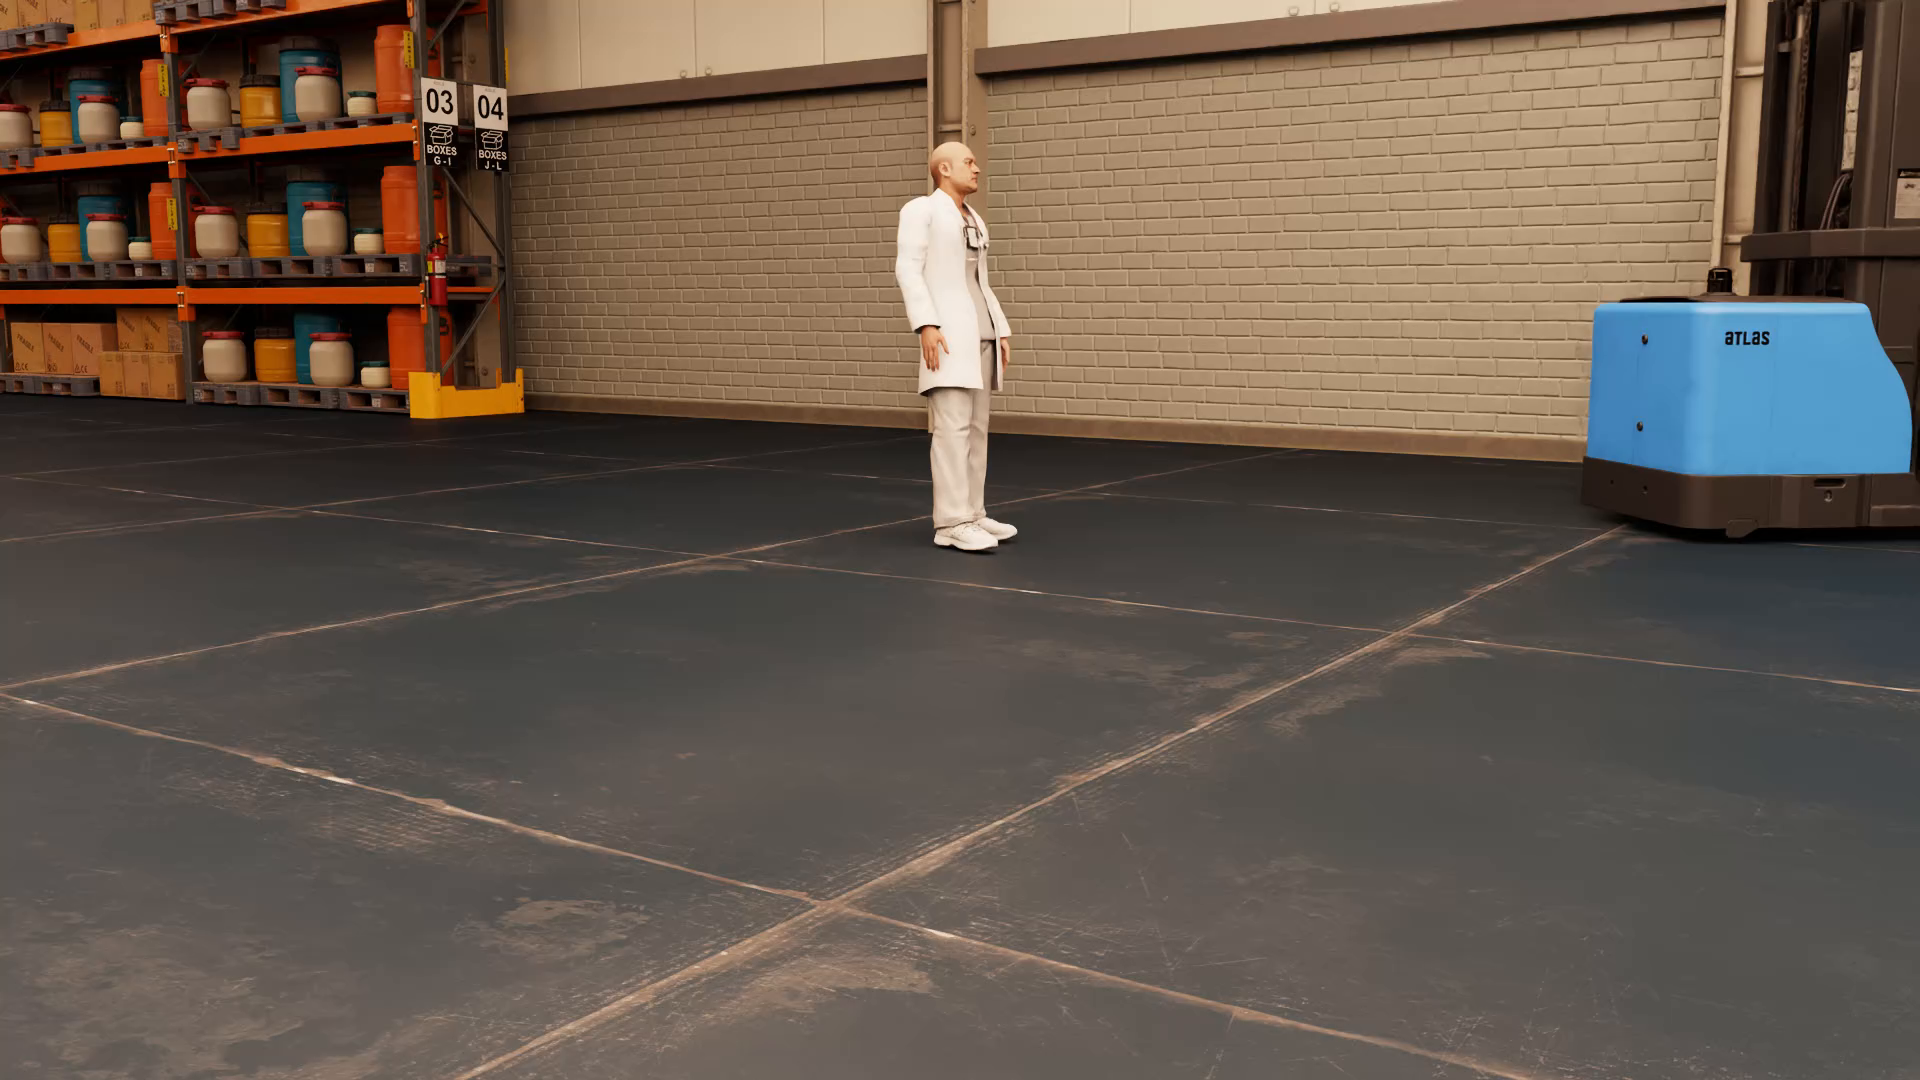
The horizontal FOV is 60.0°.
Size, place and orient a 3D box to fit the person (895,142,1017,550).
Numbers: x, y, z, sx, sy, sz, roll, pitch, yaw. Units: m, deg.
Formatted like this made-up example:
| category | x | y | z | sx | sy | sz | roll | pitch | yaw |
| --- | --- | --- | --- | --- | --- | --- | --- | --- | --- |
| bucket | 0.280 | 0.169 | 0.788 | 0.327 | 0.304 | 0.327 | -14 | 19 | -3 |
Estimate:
| category | x | y | z | sx | sy | sz | roll | pitch | yaw |
| --- | --- | --- | --- | --- | --- | --- | --- | --- | --- |
| person | 0.072 | -0.879 | 7.423 | 0.581 | 1.775 | 0.694 | 5 | 10 | 34 |

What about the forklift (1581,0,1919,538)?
| category | x | y | z | sx | sy | sz | roll | pitch | yaw |
| --- | --- | --- | --- | --- | --- | --- | --- | --- | --- |
| forklift | 4.681 | -1.526 | 7.924 | 3.031 | 2.935 | 1.130 | -1 | 8 | -7 |
